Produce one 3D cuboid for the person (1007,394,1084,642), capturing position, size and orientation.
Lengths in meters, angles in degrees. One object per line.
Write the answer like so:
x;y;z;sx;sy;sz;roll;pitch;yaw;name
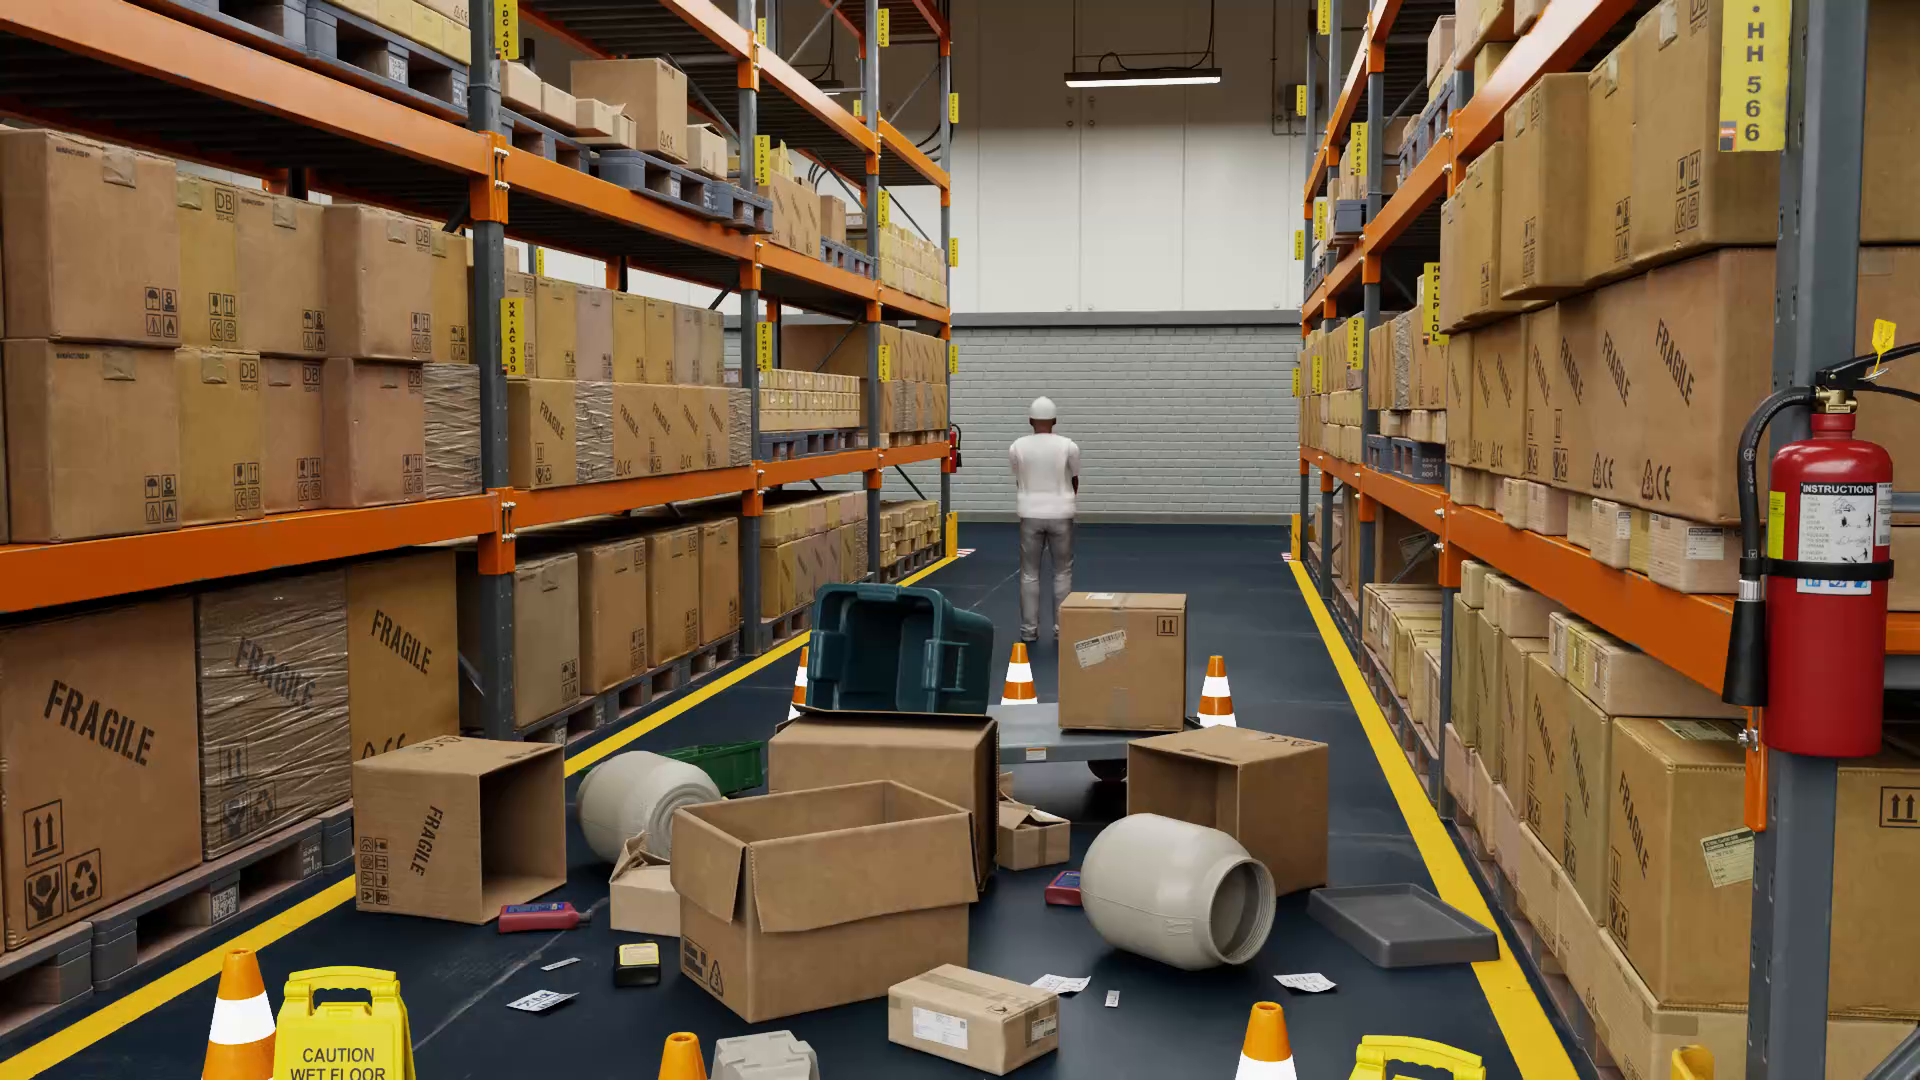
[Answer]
0.626;-0.168;12.064;0.556;1.771;0.538;1;5;10;person
